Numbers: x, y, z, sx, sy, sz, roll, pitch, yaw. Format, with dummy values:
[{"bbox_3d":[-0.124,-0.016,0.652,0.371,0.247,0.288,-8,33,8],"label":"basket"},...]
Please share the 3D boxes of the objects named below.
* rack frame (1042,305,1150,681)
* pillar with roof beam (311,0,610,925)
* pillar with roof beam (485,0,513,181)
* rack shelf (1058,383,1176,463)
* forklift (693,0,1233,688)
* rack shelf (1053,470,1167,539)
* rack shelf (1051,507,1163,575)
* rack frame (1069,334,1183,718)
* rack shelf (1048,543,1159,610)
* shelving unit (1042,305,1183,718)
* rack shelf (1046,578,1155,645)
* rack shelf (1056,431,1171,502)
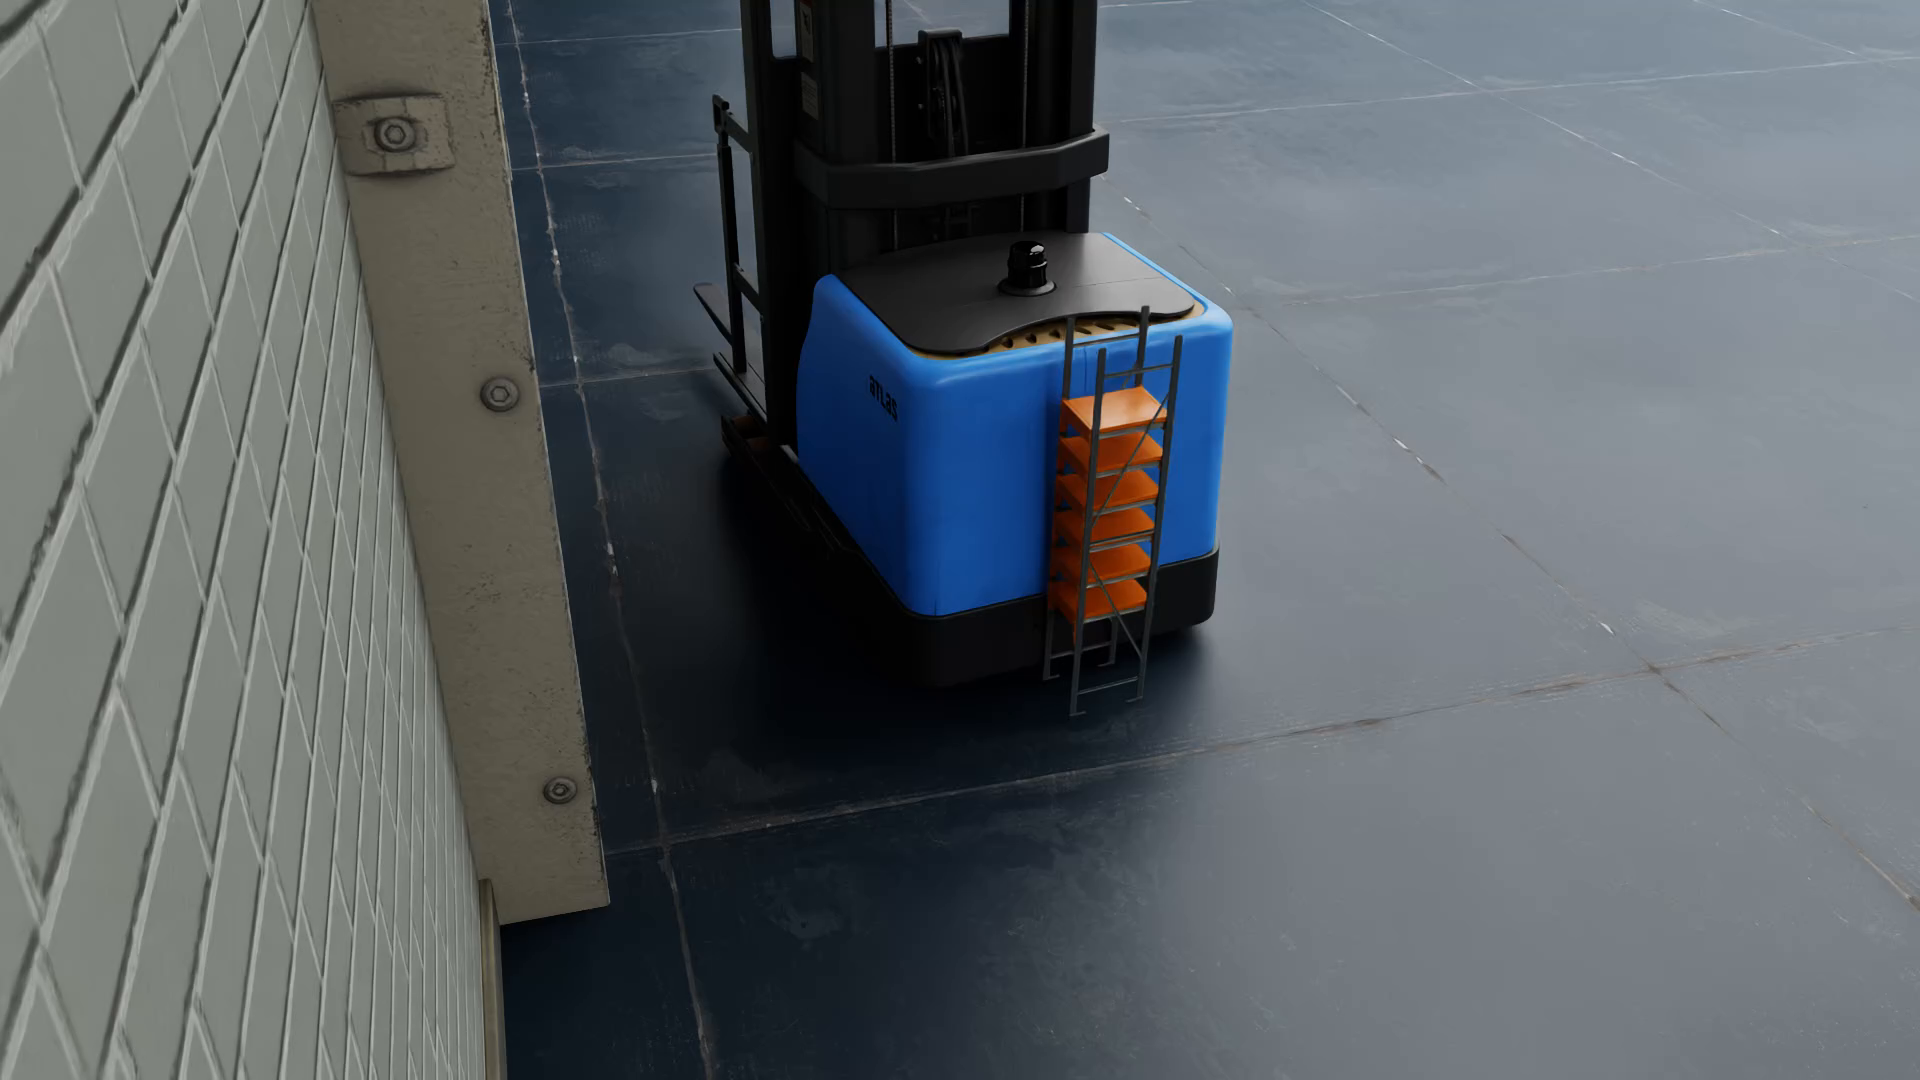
[{"bbox_3d":[0.375,-0.101,4.703,0.240,1.200,0.006,-12,36,-19],"label":"rack frame"},{"bbox_3d":[3.072,-3.628,3.034,9.100,9.000,0.400,-8,31,-13],"label":"pillar with roof beam"},{"bbox_3d":[1.480,-6.525,8.041,9.100,9.000,0.400,-8,31,-13],"label":"pillar with roof beam"},{"bbox_3d":[0.418,-0.315,4.458,0.258,0.103,0.180,-12,36,-19],"label":"rack shelf"},{"bbox_3d":[-0.248,-1.558,5.516,1.130,2.935,3.031,-12,32,-20],"label":"forklift"},{"bbox_3d":[0.412,-0.116,4.591,0.258,0.103,0.180,-12,36,-19],"label":"rack shelf"},{"bbox_3d":[0.409,-0.016,4.657,0.258,0.103,0.180,-12,36,-19],"label":"rack shelf"},{"bbox_3d":[0.445,-0.005,4.563,0.240,1.200,0.006,-12,36,-19],"label":"rack frame"},{"bbox_3d":[0.406,0.084,4.724,0.258,0.103,0.180,-12,36,-19],"label":"rack shelf"},{"bbox_3d":[0.410,-0.053,4.633,0.258,1.200,0.189,-12,36,-19],"label":"shelving unit"},{"bbox_3d":[0.403,0.184,4.791,0.258,0.103,0.180,-12,36,-19],"label":"rack shelf"},{"bbox_3d":[0.415,-0.215,4.524,0.258,0.103,0.180,-12,36,-19],"label":"rack shelf"}]
